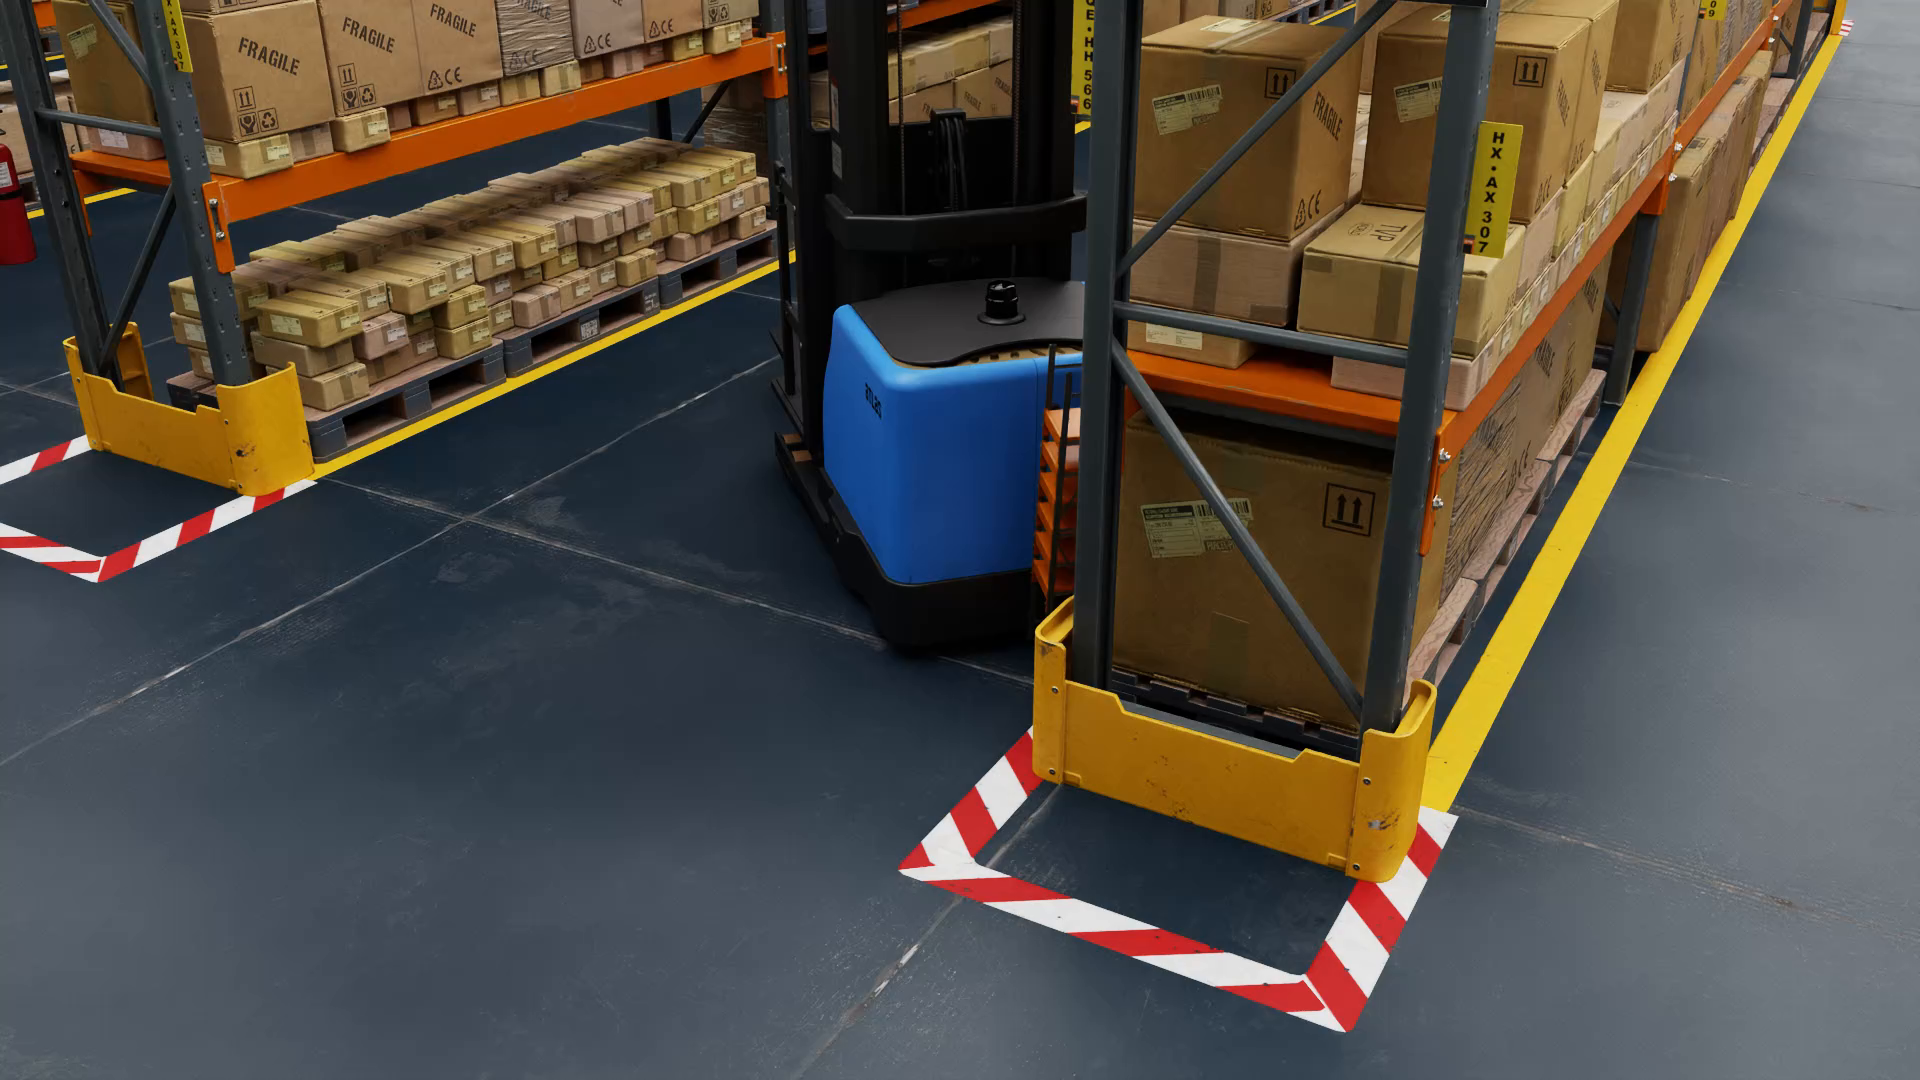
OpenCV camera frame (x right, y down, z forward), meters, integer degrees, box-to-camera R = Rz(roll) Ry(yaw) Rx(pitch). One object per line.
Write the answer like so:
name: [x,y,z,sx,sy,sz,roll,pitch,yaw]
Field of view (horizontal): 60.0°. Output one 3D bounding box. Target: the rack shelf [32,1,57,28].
rack shelf: [-6.833,-3.189,10.573,1.077,0.370,4.000,14,30,26]

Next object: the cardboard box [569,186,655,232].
cardboard box: [-1.894,-1.806,9.057,0.380,0.149,0.250,13,29,24]

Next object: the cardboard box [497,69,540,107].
cardboard box: [-2.290,-2.241,8.157,0.380,0.149,0.250,15,30,28]

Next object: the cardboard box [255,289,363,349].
cardboard box: [-2.904,-0.989,7.426,0.380,0.149,0.250,13,29,24]

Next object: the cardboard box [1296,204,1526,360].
cardboard box: [1.282,-0.742,4.717,0.500,0.250,0.500,13,30,25]

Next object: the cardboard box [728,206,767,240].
cardboard box: [-1.386,-1.925,9.959,0.380,0.149,0.250,15,30,27]

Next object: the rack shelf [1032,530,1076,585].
rack shelf: [0.396,0.045,5.665,0.258,0.103,0.180,-6,36,-12]

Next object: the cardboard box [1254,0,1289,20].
cardboard box: [2.816,-5.825,16.939,0.875,0.875,0.875,15,30,27]

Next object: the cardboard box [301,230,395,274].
cardboard box: [-3.045,-1.423,8.292,0.380,0.149,0.250,13,29,24]

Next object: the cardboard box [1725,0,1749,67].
cardboard box: [3.965,-2.870,9.021,0.500,0.500,0.500,15,30,27]

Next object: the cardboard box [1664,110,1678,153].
cardboard box: [2.914,-1.805,7.284,0.380,0.149,0.250,14,30,26]

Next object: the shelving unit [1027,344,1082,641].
shelving unit: [0.402,-0.090,5.570,0.258,1.200,0.189,-6,36,-12]

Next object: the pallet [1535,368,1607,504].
pallet: [2.336,-0.582,7.676,1.003,0.211,1.213,14,30,26]

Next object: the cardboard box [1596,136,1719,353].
cardboard box: [3.076,-1.599,8.498,1.225,0.875,0.875,14,30,26]

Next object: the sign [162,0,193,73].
sign: [-2.985,-1.948,6.324,0.100,0.325,0.005,14,30,26]

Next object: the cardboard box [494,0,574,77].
cardboard box: [-2.258,-2.575,8.098,0.500,0.500,0.500,13,30,25]

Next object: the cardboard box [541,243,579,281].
cardboard box: [-2.242,-1.502,8.782,0.380,0.149,0.250,16,31,28]

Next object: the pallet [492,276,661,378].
pallet: [-2.389,-1.246,9.003,1.003,0.211,1.213,14,30,26]

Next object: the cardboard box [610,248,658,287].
cardboard box: [-1.895,-1.521,9.153,0.380,0.149,0.250,14,30,26]

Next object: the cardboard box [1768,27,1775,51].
cardboard box: [6.142,-3.888,13.467,0.700,0.500,0.500,14,30,26]

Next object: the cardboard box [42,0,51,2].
cardboard box: [-6.103,-3.896,11.070,0.500,0.500,0.500,13,30,25]

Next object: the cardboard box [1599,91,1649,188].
cardboard box: [2.287,-1.543,6.316,0.500,0.250,0.500,15,30,27]

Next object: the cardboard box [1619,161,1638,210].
cardboard box: [2.408,-1.403,6.483,0.380,0.149,0.250,15,30,27]

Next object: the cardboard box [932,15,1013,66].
cardboard box: [0.131,-3.680,12.236,0.500,0.250,0.500,15,30,27]

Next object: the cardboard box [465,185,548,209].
cardboard box: [-2.475,-1.814,9.074,0.380,0.149,0.250,13,29,24]

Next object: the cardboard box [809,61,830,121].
cardboard box: [-0.896,-2.875,10.627,0.500,0.250,0.500,13,29,24]

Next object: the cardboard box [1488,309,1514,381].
cardboard box: [1.398,-0.603,4.883,0.380,0.149,0.250,14,30,25]

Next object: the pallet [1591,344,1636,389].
pallet: [3.093,-1.178,8.868,1.003,0.211,1.213,14,30,26]

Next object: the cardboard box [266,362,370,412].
cardboard box: [-2.921,-0.727,7.567,0.380,0.149,0.250,15,30,27]

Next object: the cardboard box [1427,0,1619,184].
cardboard box: [1.778,-1.476,5.345,0.500,0.500,0.500,13,30,25]

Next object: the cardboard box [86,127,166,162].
cardboard box: [-3.543,-1.757,7.191,0.380,0.149,0.250,14,30,26]

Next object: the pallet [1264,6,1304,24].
pallet: [2.888,-5.389,17.280,1.003,0.211,1.213,14,30,26]

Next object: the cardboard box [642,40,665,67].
cardboard box: [-1.829,-2.663,9.000,0.380,0.149,0.250,13,30,25]

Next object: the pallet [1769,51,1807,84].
pallet: [7.014,-4.248,15.001,1.003,0.211,1.213,14,30,26]

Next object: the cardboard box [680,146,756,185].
cardboard box: [-1.438,-2.222,9.890,0.380,0.149,0.250,15,30,28]

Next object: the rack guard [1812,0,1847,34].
rack guard: [8.645,-5.637,17.452,1.175,0.500,0.348,14,30,26]

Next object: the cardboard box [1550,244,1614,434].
cardboard box: [2.384,-1.106,7.513,0.875,0.875,0.875,14,30,26]

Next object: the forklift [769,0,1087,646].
forklift: [-0.185,-1.578,6.628,1.130,2.935,3.031,-8,28,-15]

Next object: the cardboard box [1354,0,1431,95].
cardboard box: [1.820,-1.985,6.361,0.500,0.500,0.500,13,29,25]

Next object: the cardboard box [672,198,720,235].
cardboard box: [-1.607,-1.876,9.530,0.380,0.149,0.250,13,29,24]

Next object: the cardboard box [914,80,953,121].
cardboard box: [-0.391,-2.953,11.621,0.500,0.500,0.500,15,30,27]

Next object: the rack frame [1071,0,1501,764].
rack frame: [0.811,-0.549,4.496,1.000,3.000,0.127,14,30,26]

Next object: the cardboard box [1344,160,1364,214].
cardboard box: [1.068,-1.060,5.351,0.500,0.250,0.500,14,30,25]

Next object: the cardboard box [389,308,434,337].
cardboard box: [-2.749,-1.083,7.947,0.380,0.149,0.250,15,30,27]

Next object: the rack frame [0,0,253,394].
rack frame: [-3.458,-1.681,6.756,1.000,3.000,0.127,14,30,26]

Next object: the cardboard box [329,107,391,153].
cardboard box: [-2.745,-1.824,7.323,0.380,0.149,0.250,13,30,25]

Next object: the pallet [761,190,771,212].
pallet: [-1.108,-2.296,11.101,1.003,0.211,1.213,14,30,26]

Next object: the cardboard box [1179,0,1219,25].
cardboard box: [1.741,-4.902,15.236,1.050,0.750,0.750,14,30,26]

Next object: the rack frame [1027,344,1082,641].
rack frame: [0.380,-0.141,5.643,0.240,1.200,0.006,-6,36,-12]

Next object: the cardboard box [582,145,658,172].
cardboard box: [-2.027,-2.235,9.916,0.380,0.149,0.250,16,31,29]

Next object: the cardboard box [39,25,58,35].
cardboard box: [-8.976,-5.195,16.099,0.500,0.500,0.500,13,29,24]

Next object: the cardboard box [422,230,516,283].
cardboard box: [-2.443,-1.414,8.274,0.380,0.149,0.250,15,30,28]

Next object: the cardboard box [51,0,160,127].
cardboard box: [-3.461,-2.090,7.130,0.500,0.500,0.500,15,30,27]

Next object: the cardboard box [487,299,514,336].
cardboard box: [-2.484,-1.141,8.395,0.380,0.149,0.250,14,30,26]

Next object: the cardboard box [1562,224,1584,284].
cardboard box: [1.903,-1.004,5.685,0.380,0.149,0.250,14,30,26]
